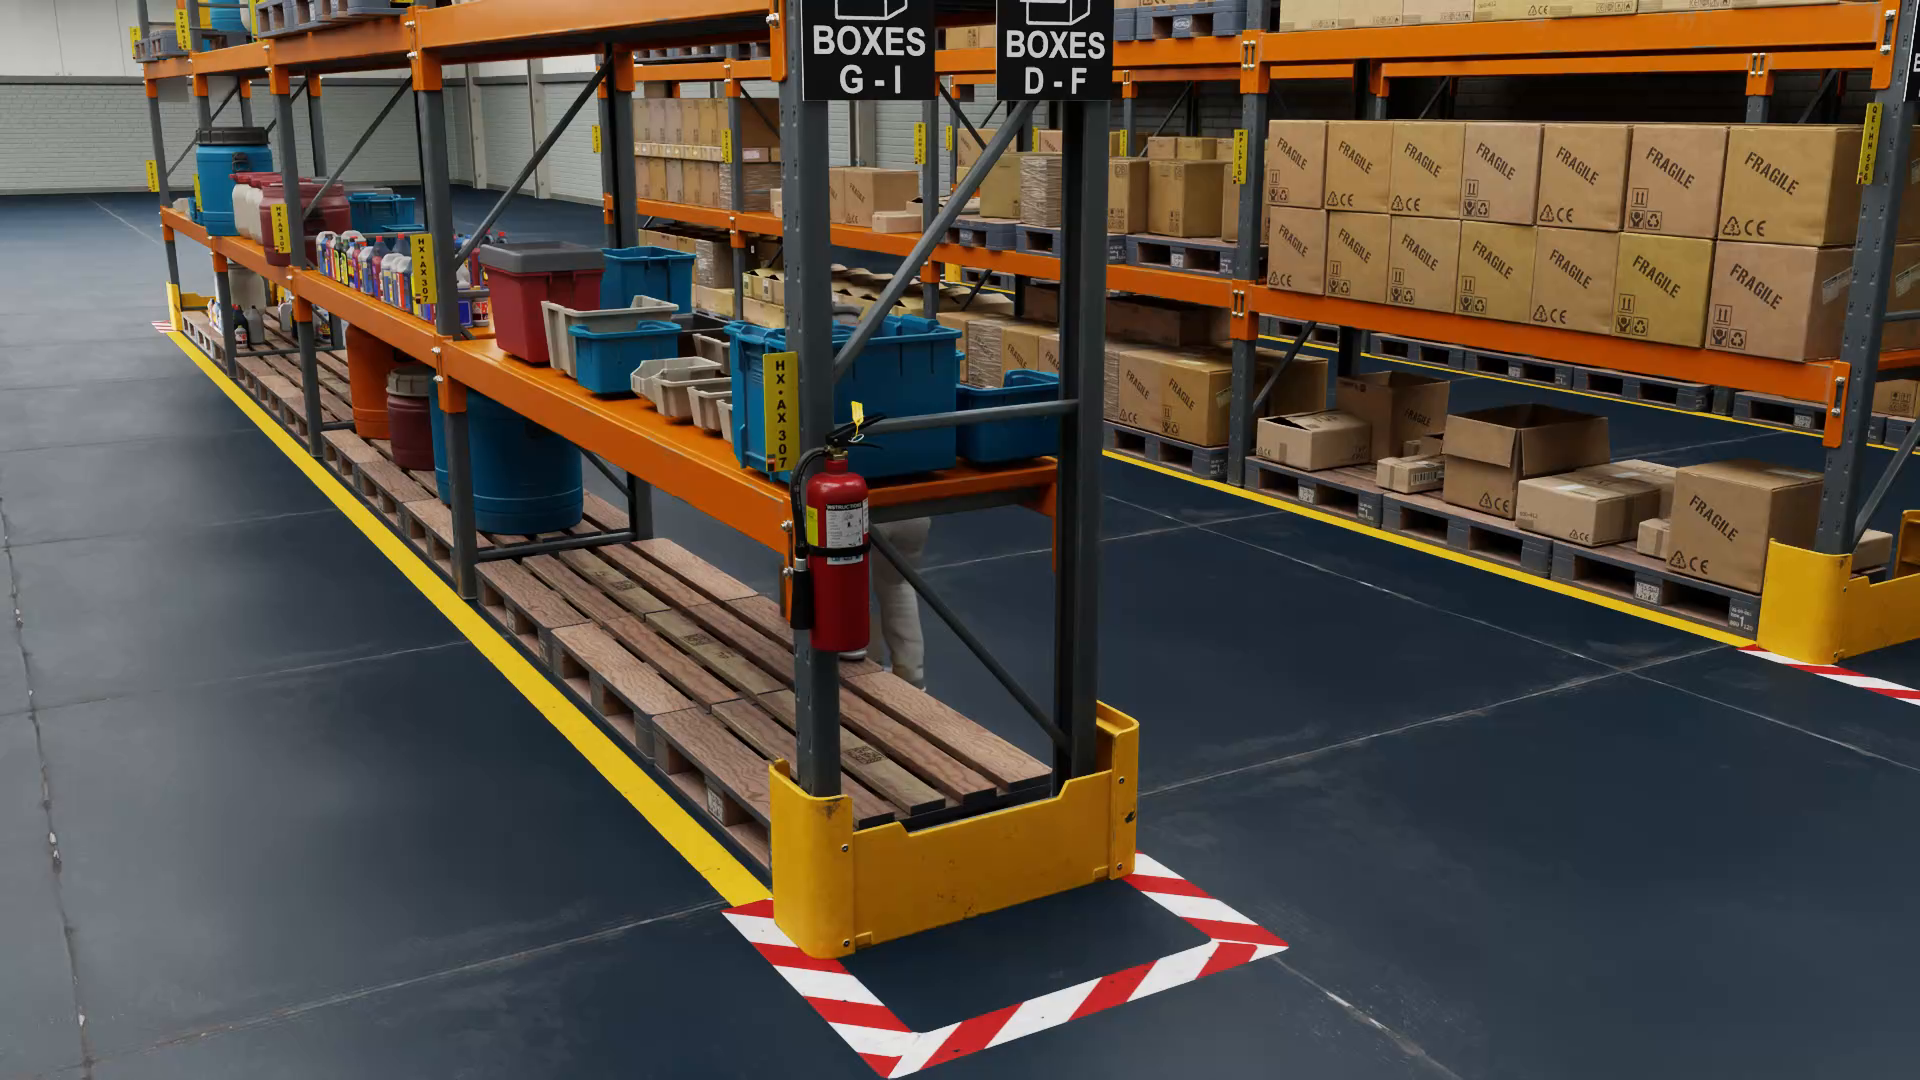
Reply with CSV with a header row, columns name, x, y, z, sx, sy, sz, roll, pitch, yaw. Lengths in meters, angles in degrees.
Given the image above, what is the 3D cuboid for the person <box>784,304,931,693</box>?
name,x,y,z,sx,sy,sz,roll,pitch,yaw
person,-0.411,-0.133,6.772,0.575,1.629,0.618,-8,17,-29
